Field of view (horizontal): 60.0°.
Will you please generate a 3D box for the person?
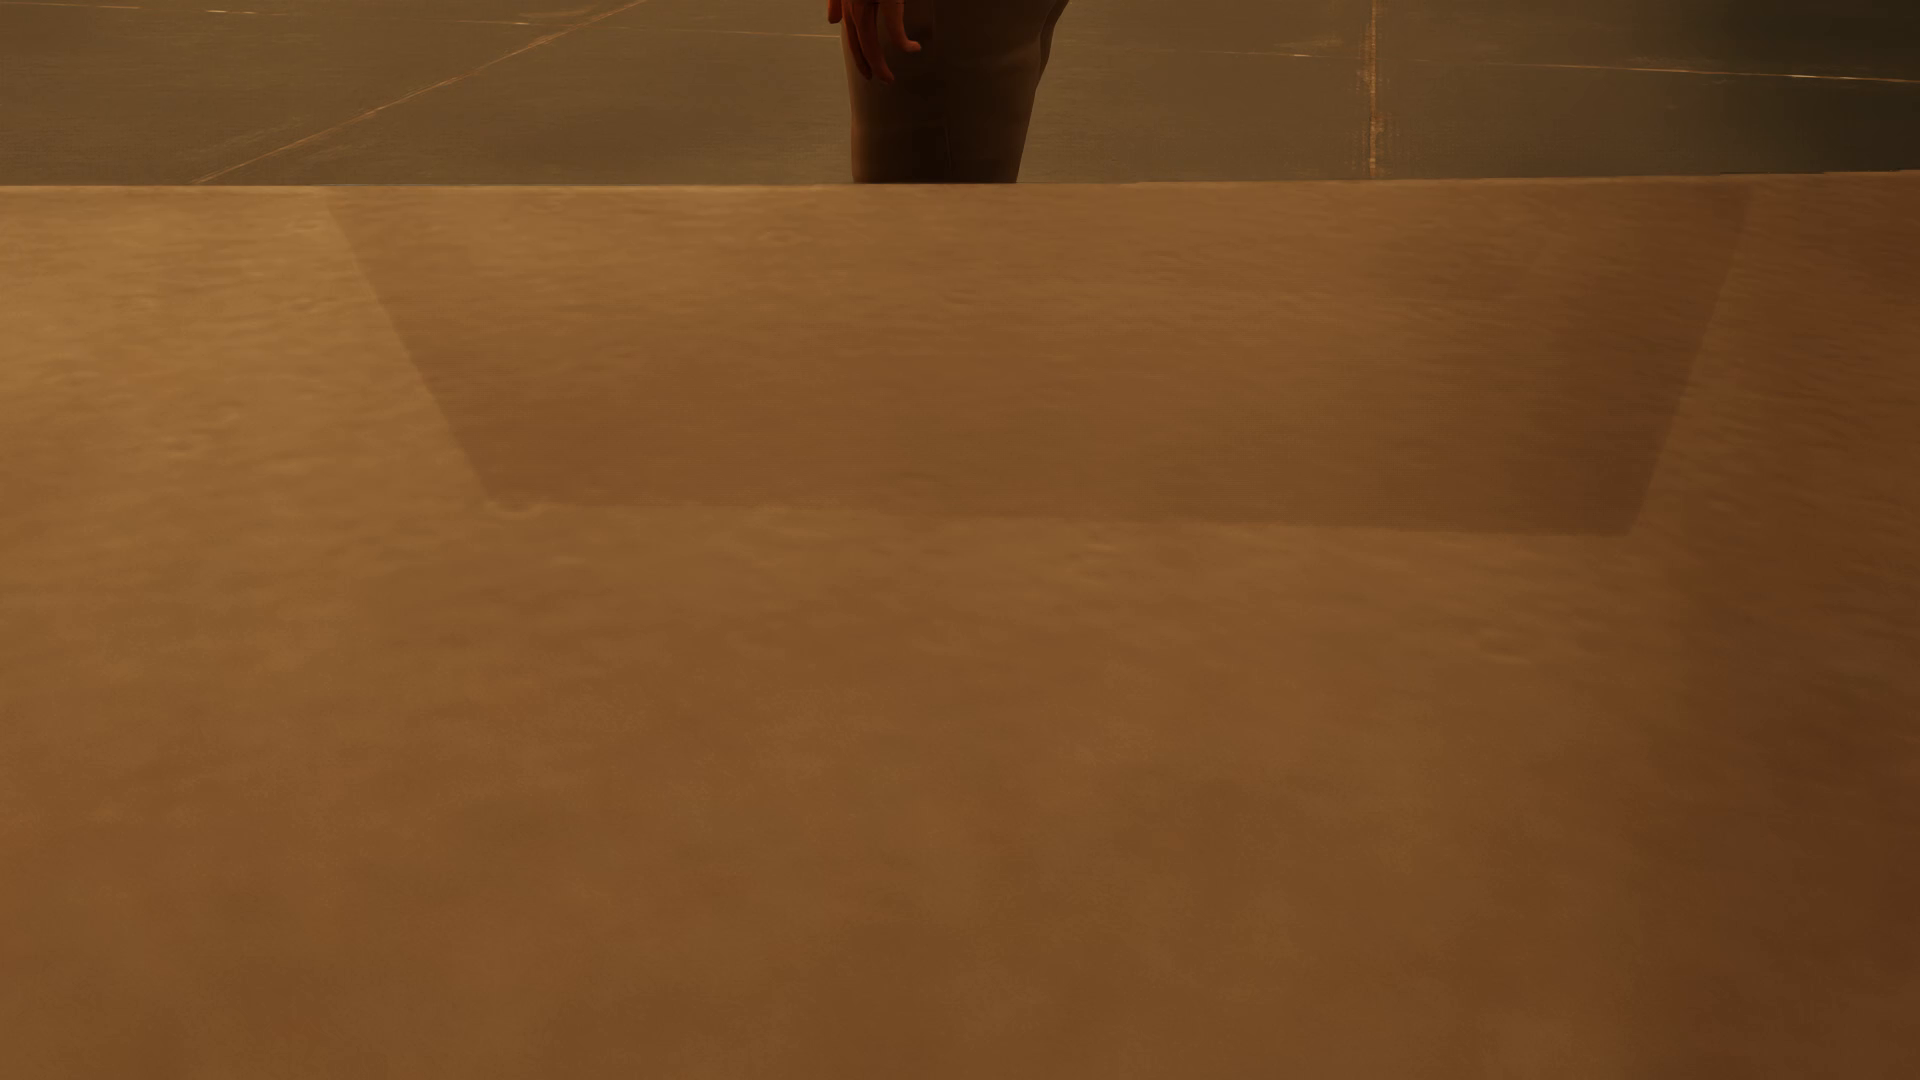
[{"bbox_3d":[-0.086,-0.792,2.135,0.550,1.727,0.642,6,27,11],"label":"person"}]
